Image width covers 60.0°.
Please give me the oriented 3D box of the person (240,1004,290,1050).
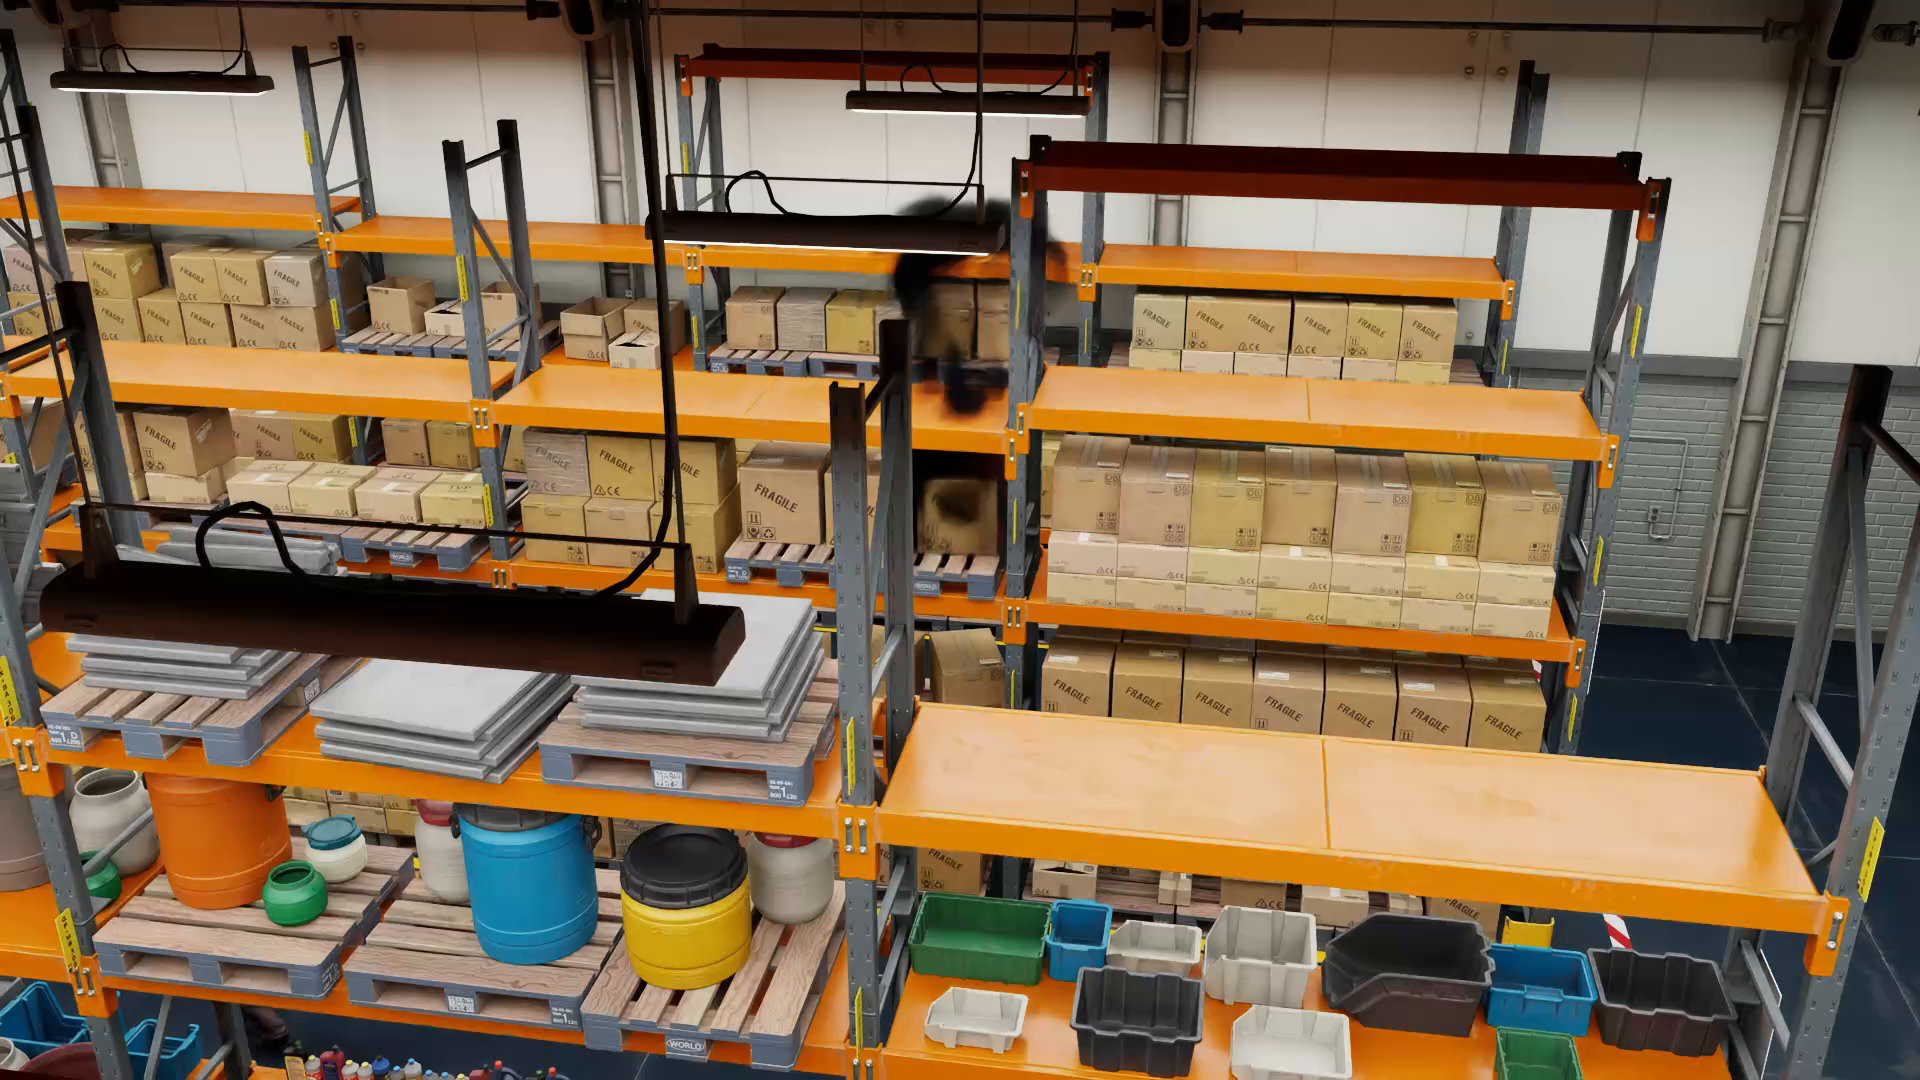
[{"bbox_3d":[-5.102,2.813,11.567,0.779,1.785,0.568,5,23,11],"label":"person"}]
